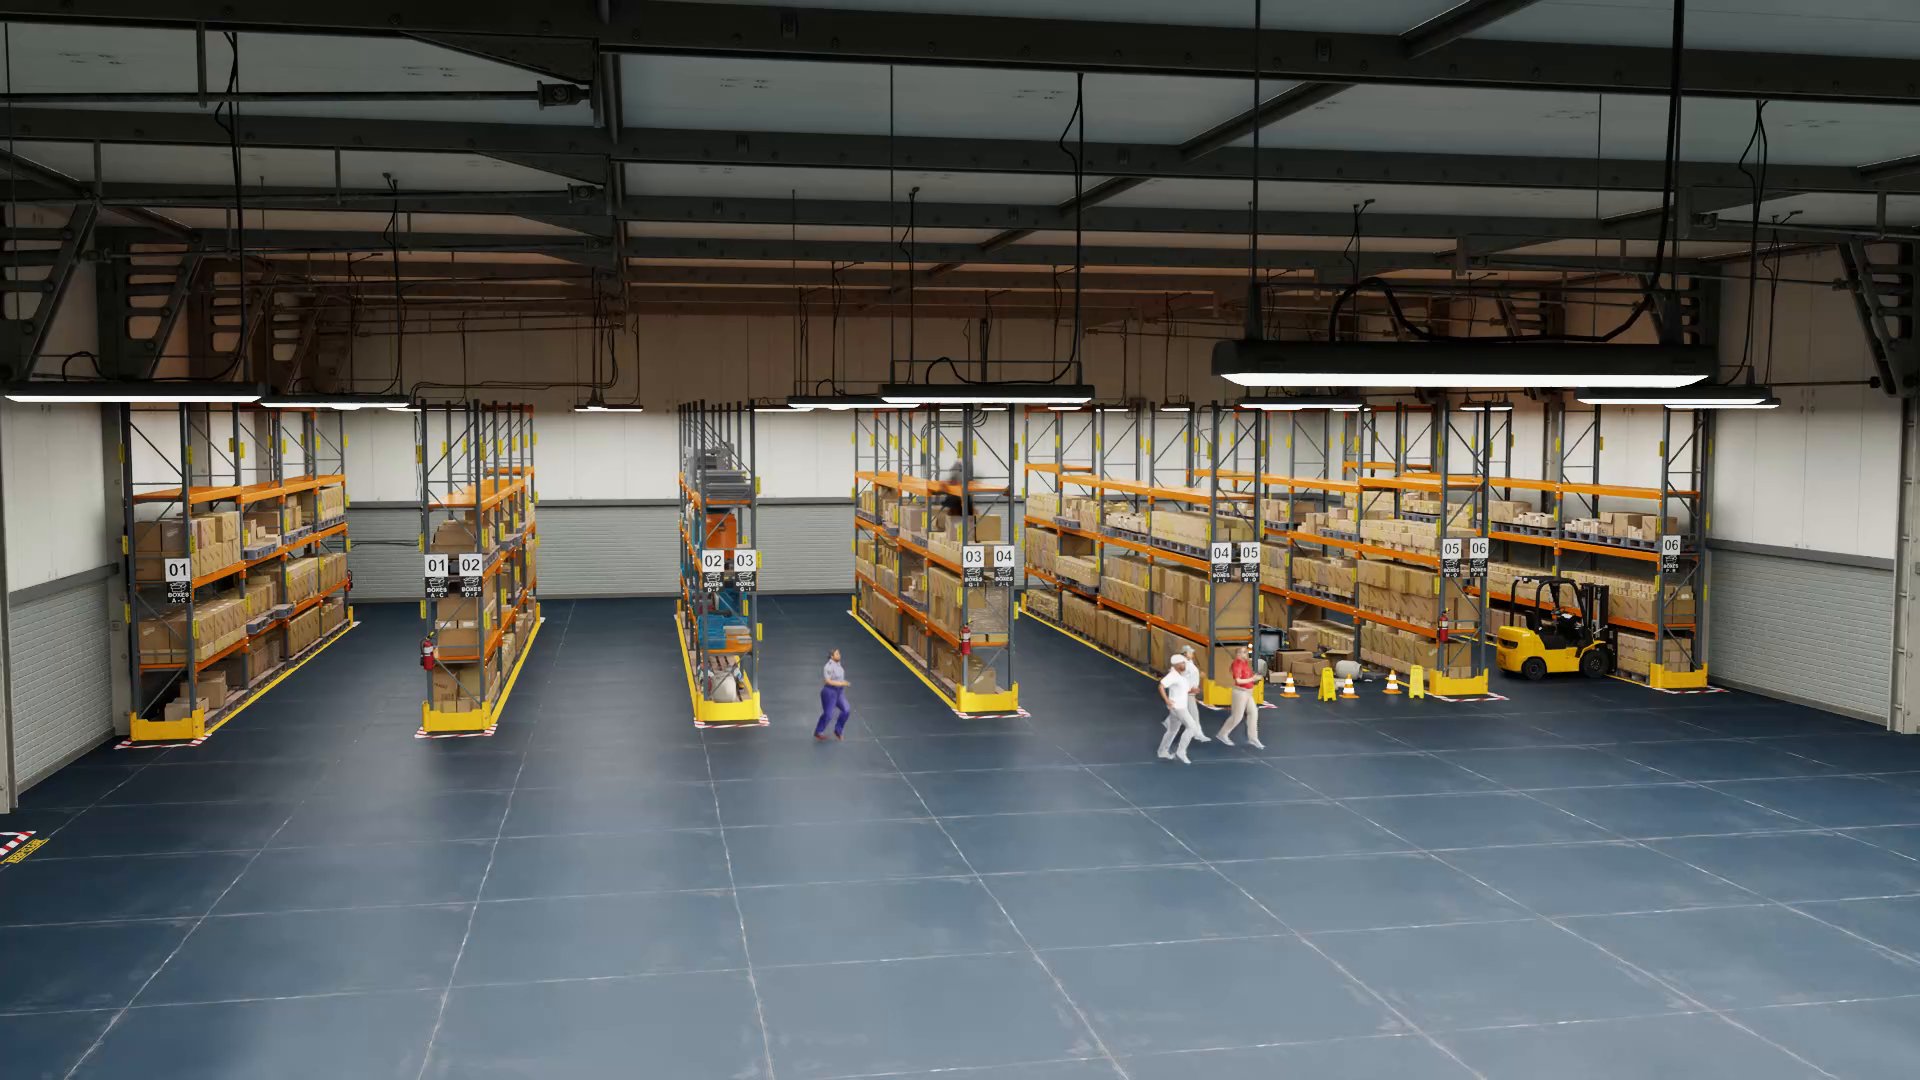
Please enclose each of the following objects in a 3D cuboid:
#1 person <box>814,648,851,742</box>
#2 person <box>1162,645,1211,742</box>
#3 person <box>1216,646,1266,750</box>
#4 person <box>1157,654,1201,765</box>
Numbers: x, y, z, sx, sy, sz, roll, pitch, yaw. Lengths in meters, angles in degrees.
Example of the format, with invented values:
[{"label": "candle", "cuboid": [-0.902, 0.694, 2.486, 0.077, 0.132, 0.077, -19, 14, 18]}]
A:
[{"label": "person", "cuboid": [-2.207, 2.734, 29.079, 0.715, 1.712, 0.620, 2, 5, 24]}, {"label": "person", "cuboid": [3.977, 2.670, 29.229, 0.940, 1.656, 0.607, 2, 5, 26]}, {"label": "person", "cuboid": [4.820, 2.701, 28.495, 0.823, 1.773, 0.647, 2, 5, 26]}, {"label": "person", "cuboid": [3.602, 2.779, 27.348, 0.701, 1.805, 0.684, 1, 4, 11]}]
